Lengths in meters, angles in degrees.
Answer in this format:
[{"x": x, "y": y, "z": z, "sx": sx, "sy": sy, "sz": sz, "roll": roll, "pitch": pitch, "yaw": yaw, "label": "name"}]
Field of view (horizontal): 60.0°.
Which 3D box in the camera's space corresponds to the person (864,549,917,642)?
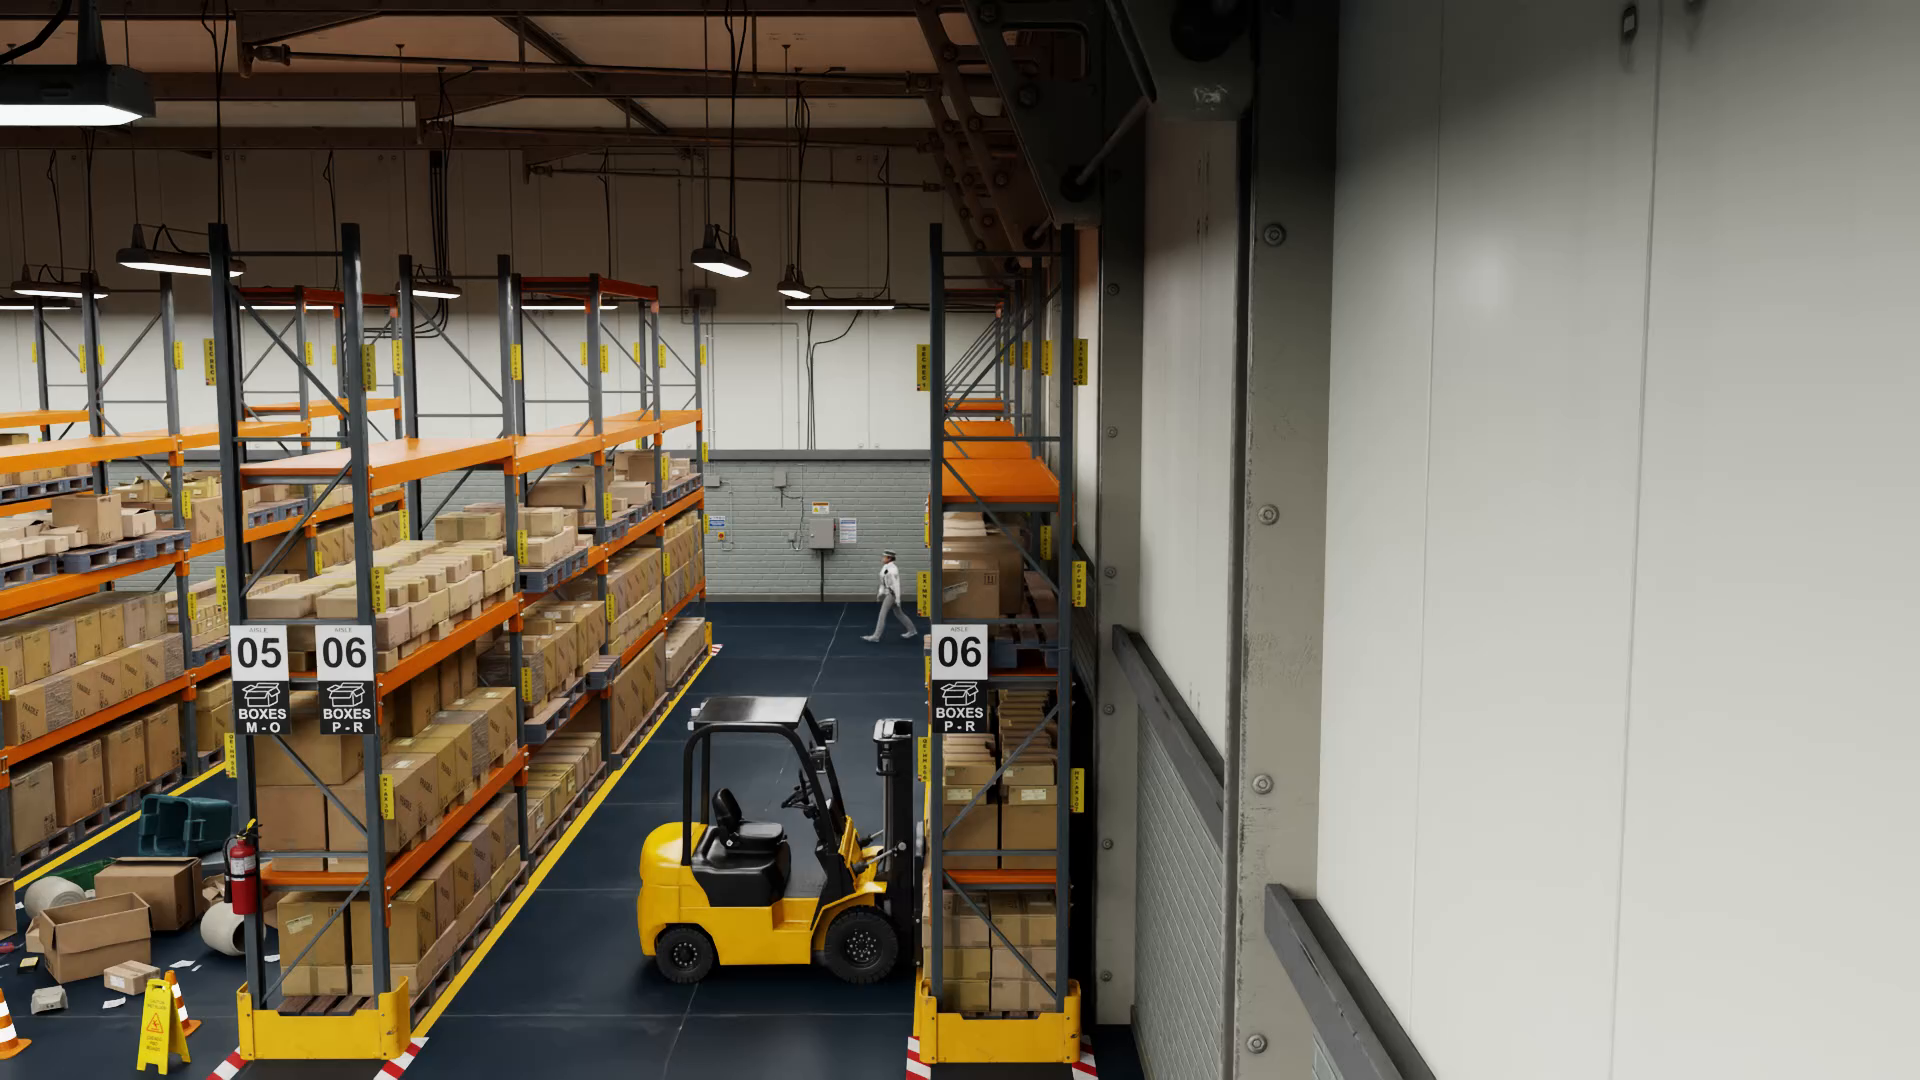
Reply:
[{"x": -1.218, "y": 0.959, "z": 29.101, "sx": 0.993, "sy": 1.640, "sz": 0.515, "roll": -2, "pitch": 7, "yaw": -17, "label": "person"}]
